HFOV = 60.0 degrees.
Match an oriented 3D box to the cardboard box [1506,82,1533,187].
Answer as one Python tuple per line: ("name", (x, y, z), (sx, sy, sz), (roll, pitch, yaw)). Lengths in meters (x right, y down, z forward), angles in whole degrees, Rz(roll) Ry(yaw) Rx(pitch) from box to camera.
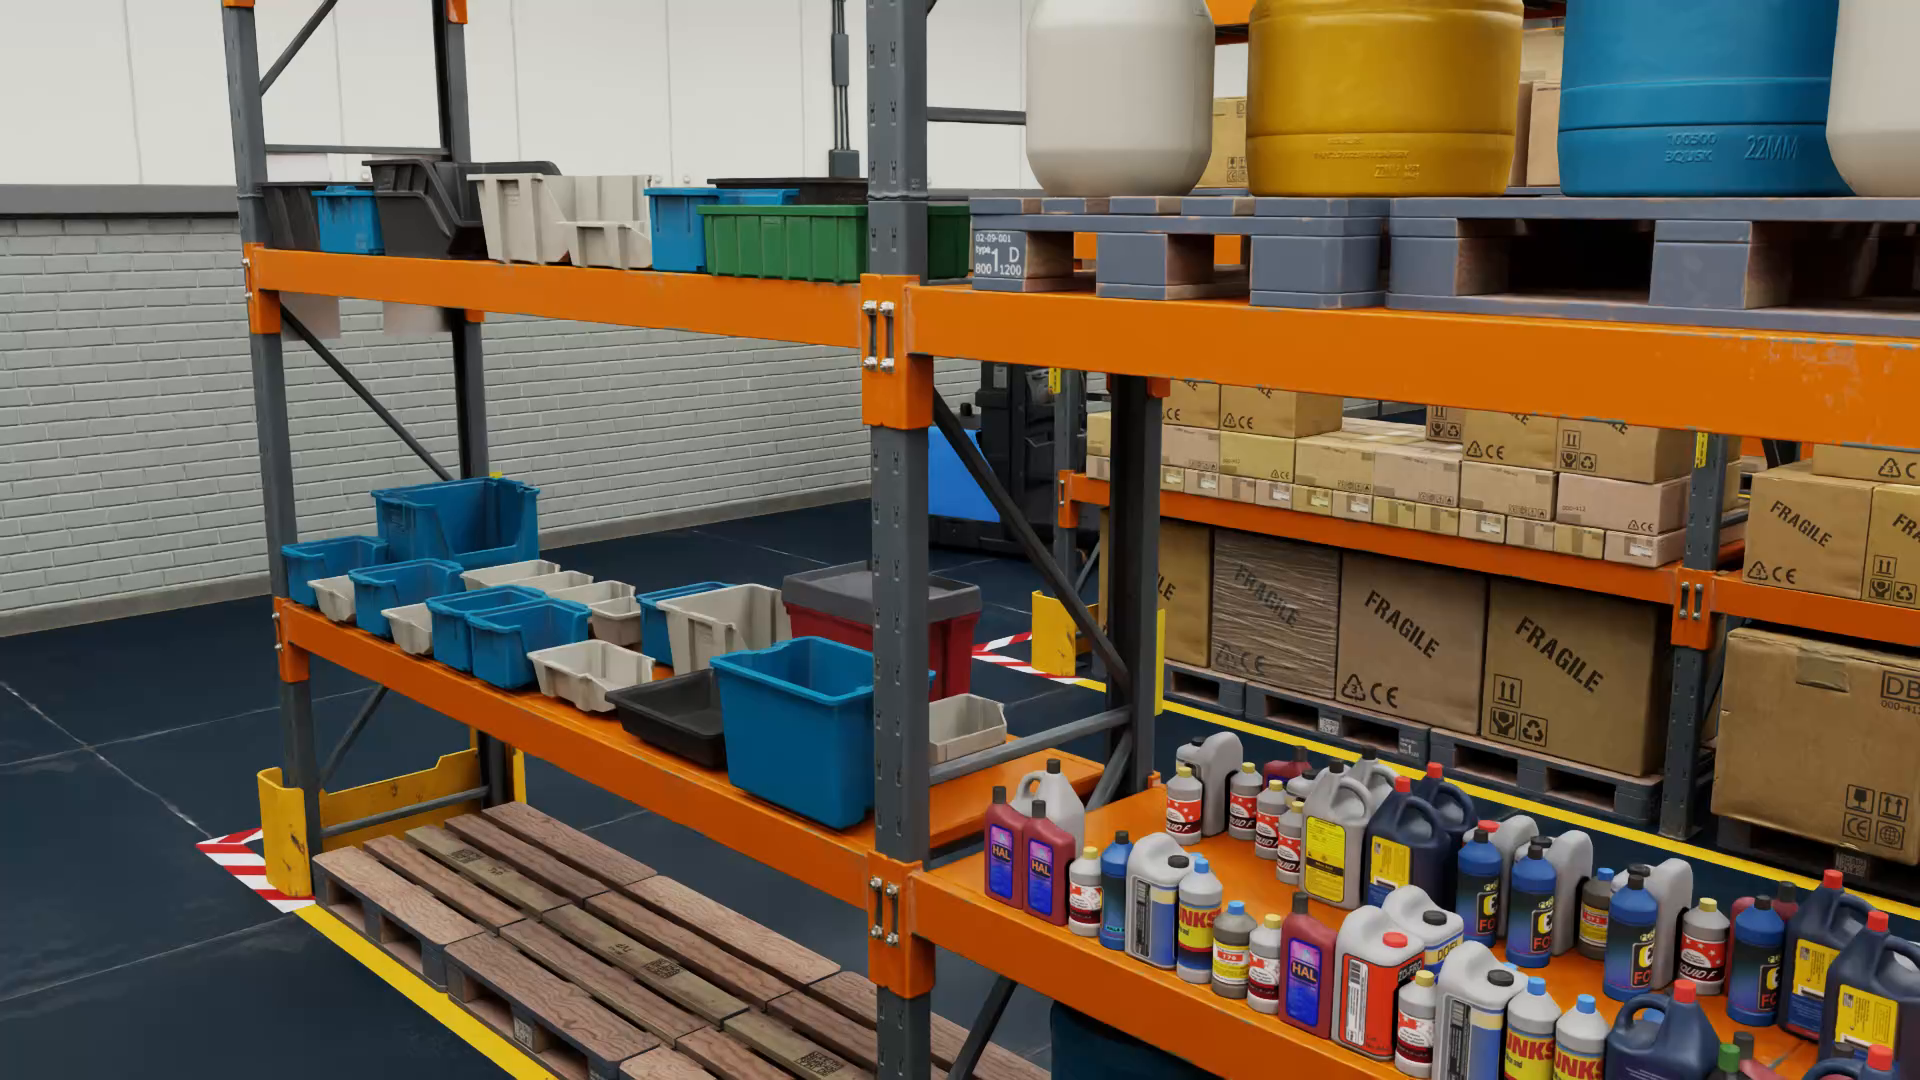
("cardboard box", (2.808, -2.063, 8.521), (0.700, 0.500, 0.500), (-10, 15, -40))

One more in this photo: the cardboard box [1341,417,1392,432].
("cardboard box", (2.226, -0.579, 9.923), (0.500, 0.250, 0.500), (11, 16, 43))

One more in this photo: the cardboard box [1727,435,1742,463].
("cardboard box", (3.614, -0.650, 8.410), (0.500, 0.500, 0.500), (-11, 16, -43))

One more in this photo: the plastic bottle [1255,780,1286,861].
("plastic bottle", (0.832, 0.736, 4.399), (0.097, 0.201, 0.097), (0, 12, 0))

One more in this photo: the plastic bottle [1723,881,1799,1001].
("plastic bottle", (1.730, 0.862, 3.581), (0.061, 0.283, 0.133), (-11, 16, -43))

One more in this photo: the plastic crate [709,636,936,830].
("plastic crate", (-0.391, 0.543, 4.734), (0.392, 0.384, 0.575), (-11, 16, -43))

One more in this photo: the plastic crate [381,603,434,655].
("plastic crate", (-2.022, 0.340, 6.331), (0.250, 0.136, 0.298), (-11, 16, -43))

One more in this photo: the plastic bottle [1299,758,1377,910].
("plastic bottle", (0.945, 0.718, 4.116), (0.144, 0.351, 0.185), (-11, 16, -43))

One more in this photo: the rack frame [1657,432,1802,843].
("rack frame", (3.760, -0.105, 7.988), (1.000, 3.000, 0.127), (-11, 16, -43))

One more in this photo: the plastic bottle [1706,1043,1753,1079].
("plastic bottle", (1.343, 1.013, 2.850), (0.061, 0.283, 0.133), (-11, 16, -43))

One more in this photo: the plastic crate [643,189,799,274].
("plastic crate", (-0.682, -0.891, 4.782), (0.416, 0.233, 0.300), (-11, 16, -43))

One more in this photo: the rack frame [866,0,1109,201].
("rack frame", (0.178, -2.353, 4.033), (1.000, 3.000, 0.127), (-11, 16, -43))

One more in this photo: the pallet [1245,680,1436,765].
("pallet", (2.445, 0.961, 9.726), (1.003, 0.211, 1.213), (-11, 16, -43))

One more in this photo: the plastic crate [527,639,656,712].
("plastic crate", (-1.242, 0.473, 5.689), (0.293, 0.136, 0.466), (-11, 16, -43))

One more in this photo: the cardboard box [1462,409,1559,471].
("cardboard box", (2.906, -0.648, 8.400), (0.500, 0.500, 0.500), (-11, 16, -42))

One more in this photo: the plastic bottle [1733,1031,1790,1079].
("plastic bottle", (1.387, 1.005, 2.891), (0.061, 0.283, 0.133), (-11, 16, -43))

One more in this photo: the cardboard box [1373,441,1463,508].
("cardboard box", (2.553, -0.355, 8.835), (0.500, 0.250, 0.500), (-10, 16, -41))

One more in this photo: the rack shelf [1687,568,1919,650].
("rack shelf", (5.141, 0.539, 6.644), (1.077, 0.370, 4.000), (-11, 16, -43))

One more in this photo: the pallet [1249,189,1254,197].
("pallet", (2.364, -1.830, 9.145), (1.003, 0.211, 1.213), (-11, 16, -43))

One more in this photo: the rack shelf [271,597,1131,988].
("rack shelf", (-1.203, 0.645, 6.128), (1.077, 0.370, 4.000), (-11, 16, -43))

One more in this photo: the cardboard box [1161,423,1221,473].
("cardboard box", (1.498, -0.579, 9.921), (0.500, 0.250, 0.500), (-11, 16, -43))

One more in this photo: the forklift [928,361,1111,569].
("forklift", (0.992, -1.316, 14.034), (3.031, 2.935, 1.130), (7, 14, 32))

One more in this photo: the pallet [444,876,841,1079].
("pallet", (-1.205, 1.671, 6.279), (1.003, 0.211, 1.213), (-11, 16, -43))

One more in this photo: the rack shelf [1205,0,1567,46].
("rack shelf", (2.379, -2.787, 8.913), (1.077, 0.370, 4.000), (-11, 16, -43))

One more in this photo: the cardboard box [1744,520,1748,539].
("cardboard box", (6.029, -0.078, 12.407), (0.250, 0.149, 0.380), (11, 16, 43))

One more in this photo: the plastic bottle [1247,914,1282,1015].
("plastic bottle", (0.669, 0.906, 3.575), (0.097, 0.201, 0.097), (0, 12, 0))

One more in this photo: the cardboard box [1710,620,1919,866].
("cardboard box", (4.216, 0.820, 7.721), (1.225, 0.875, 0.875), (-11, 16, -42))

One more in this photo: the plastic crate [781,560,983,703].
("plastic crate", (-0.258, 0.359, 5.428), (0.402, 0.464, 0.583), (-11, 16, -43))

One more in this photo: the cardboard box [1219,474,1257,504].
("cardboard box", (1.715, -0.318, 9.646), (0.380, 0.149, 0.250), (-11, 16, -44))

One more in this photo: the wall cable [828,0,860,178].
("wall cable", (-0.414, -6.508, 16.229), (2.277, 5.999, 0.120), (-11, 16, -43))

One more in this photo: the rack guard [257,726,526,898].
("rack guard", (-2.611, 1.224, 7.732), (1.175, 0.500, 0.348), (-11, 16, -43))

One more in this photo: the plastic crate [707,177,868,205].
("plastic crate", (-0.482, -1.040, 5.414), (0.497, 0.269, 0.590), (-11, 16, -43))

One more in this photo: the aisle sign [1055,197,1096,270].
("aisle sign", (0.731, -1.931, 10.408), (0.394, 0.787, 0.004), (-11, 16, -43))

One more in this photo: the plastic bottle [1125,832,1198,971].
("plastic bottle", (0.474, 0.820, 3.806), (0.152, 0.276, 0.135), (-11, 16, -43))

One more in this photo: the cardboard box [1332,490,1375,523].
("cardboard box", (2.250, -0.206, 9.099), (0.380, 0.149, 0.250), (-11, 16, -42))

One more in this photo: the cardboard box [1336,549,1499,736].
("cardboard box", (2.740, 0.491, 9.320), (0.875, 0.875, 0.875), (-11, 16, -43))

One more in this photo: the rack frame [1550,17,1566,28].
("rack frame", (4.655, -4.304, 13.500), (1.000, 3.000, 0.127), (-11, 16, -43))

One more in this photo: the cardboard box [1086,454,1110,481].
("cardboard box", (1.004, -0.468, 10.373), (0.380, 0.149, 0.250), (-11, 16, -42))

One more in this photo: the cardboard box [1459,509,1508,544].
("cardboard box", (2.780, -0.094, 8.555), (0.380, 0.149, 0.250), (-11, 16, -42))

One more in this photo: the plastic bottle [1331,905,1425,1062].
("plastic bottle", (0.861, 0.902, 3.409), (0.152, 0.276, 0.135), (-11, 16, -43))

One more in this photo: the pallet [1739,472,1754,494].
("pallet", (8.774, -0.598, 17.293), (1.003, 0.211, 1.213), (-11, 16, -43))

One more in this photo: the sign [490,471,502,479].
("sign", (-2.198, -0.158, 7.839), (0.100, 0.325, 0.005), (-11, 16, -43))

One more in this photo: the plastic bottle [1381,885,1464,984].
("plastic bottle", (0.971, 0.880, 3.512), (0.152, 0.276, 0.135), (-11, 16, -43))

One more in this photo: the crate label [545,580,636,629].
("crate label", (-1.491, 0.276, 6.641), (0.396, 0.136, 0.243), (-11, 16, -43))

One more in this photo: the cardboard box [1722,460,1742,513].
("cardboard box", (3.625, -0.282, 8.483), (0.500, 0.250, 0.500), (-11, 16, -44))

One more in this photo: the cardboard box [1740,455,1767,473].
("cardboard box", (8.693, -0.938, 17.341), (0.875, 0.438, 0.875), (11, 16, 43))

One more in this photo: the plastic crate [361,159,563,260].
("plastic crate", (-1.728, -1.176, 5.907), (0.504, 0.338, 0.767), (-11, 16, -43))

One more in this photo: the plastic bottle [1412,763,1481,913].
("plastic bottle", (1.177, 0.725, 4.083), (0.144, 0.351, 0.185), (-11, 16, -43))

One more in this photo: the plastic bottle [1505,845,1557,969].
("plastic bottle", (1.300, 0.827, 3.782), (0.097, 0.271, 0.097), (0, 12, 0))

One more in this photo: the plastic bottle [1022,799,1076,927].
("plastic bottle", (0.214, 0.775, 4.007), (0.061, 0.283, 0.133), (-11, 16, -43))

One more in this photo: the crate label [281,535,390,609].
("crate label", (-2.652, 0.136, 7.085), (0.416, 0.233, 0.303), (-11, 16, -43))

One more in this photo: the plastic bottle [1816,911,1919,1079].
("plastic bottle", (1.793, 0.899, 3.235), (0.144, 0.351, 0.185), (-11, 16, -43))

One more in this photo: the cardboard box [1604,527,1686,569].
("cardboard box", (3.312, 0.019, 8.008), (0.380, 0.149, 0.250), (-11, 16, -42))

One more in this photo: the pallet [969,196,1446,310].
("pallet", (0.790, -0.691, 3.866), (1.213, 0.211, 1.003), (-11, 16, -43))

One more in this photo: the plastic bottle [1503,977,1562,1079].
("plastic bottle", (1.082, 0.958, 3.145), (0.097, 0.271, 0.097), (0, 12, 0))

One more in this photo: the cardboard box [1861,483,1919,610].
("cardboard box", (4.245, 0.021, 7.128), (0.500, 0.500, 0.500), (-11, 16, -42))

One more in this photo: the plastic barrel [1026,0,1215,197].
("plastic barrel", (0.360, -1.045, 3.737), (0.433, 0.535, 0.433), (0, 12, 0))

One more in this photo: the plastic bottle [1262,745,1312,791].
("plastic bottle", (0.876, 0.682, 4.457), (0.061, 0.283, 0.133), (-11, 16, -43))

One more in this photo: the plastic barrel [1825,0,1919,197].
("plastic barrel", (1.607, -0.810, 2.600), (0.433, 0.535, 0.433), (0, 12, 0))

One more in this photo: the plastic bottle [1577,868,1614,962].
("plastic bottle", (1.477, 0.854, 3.823), (0.097, 0.201, 0.097), (0, 12, 0))
